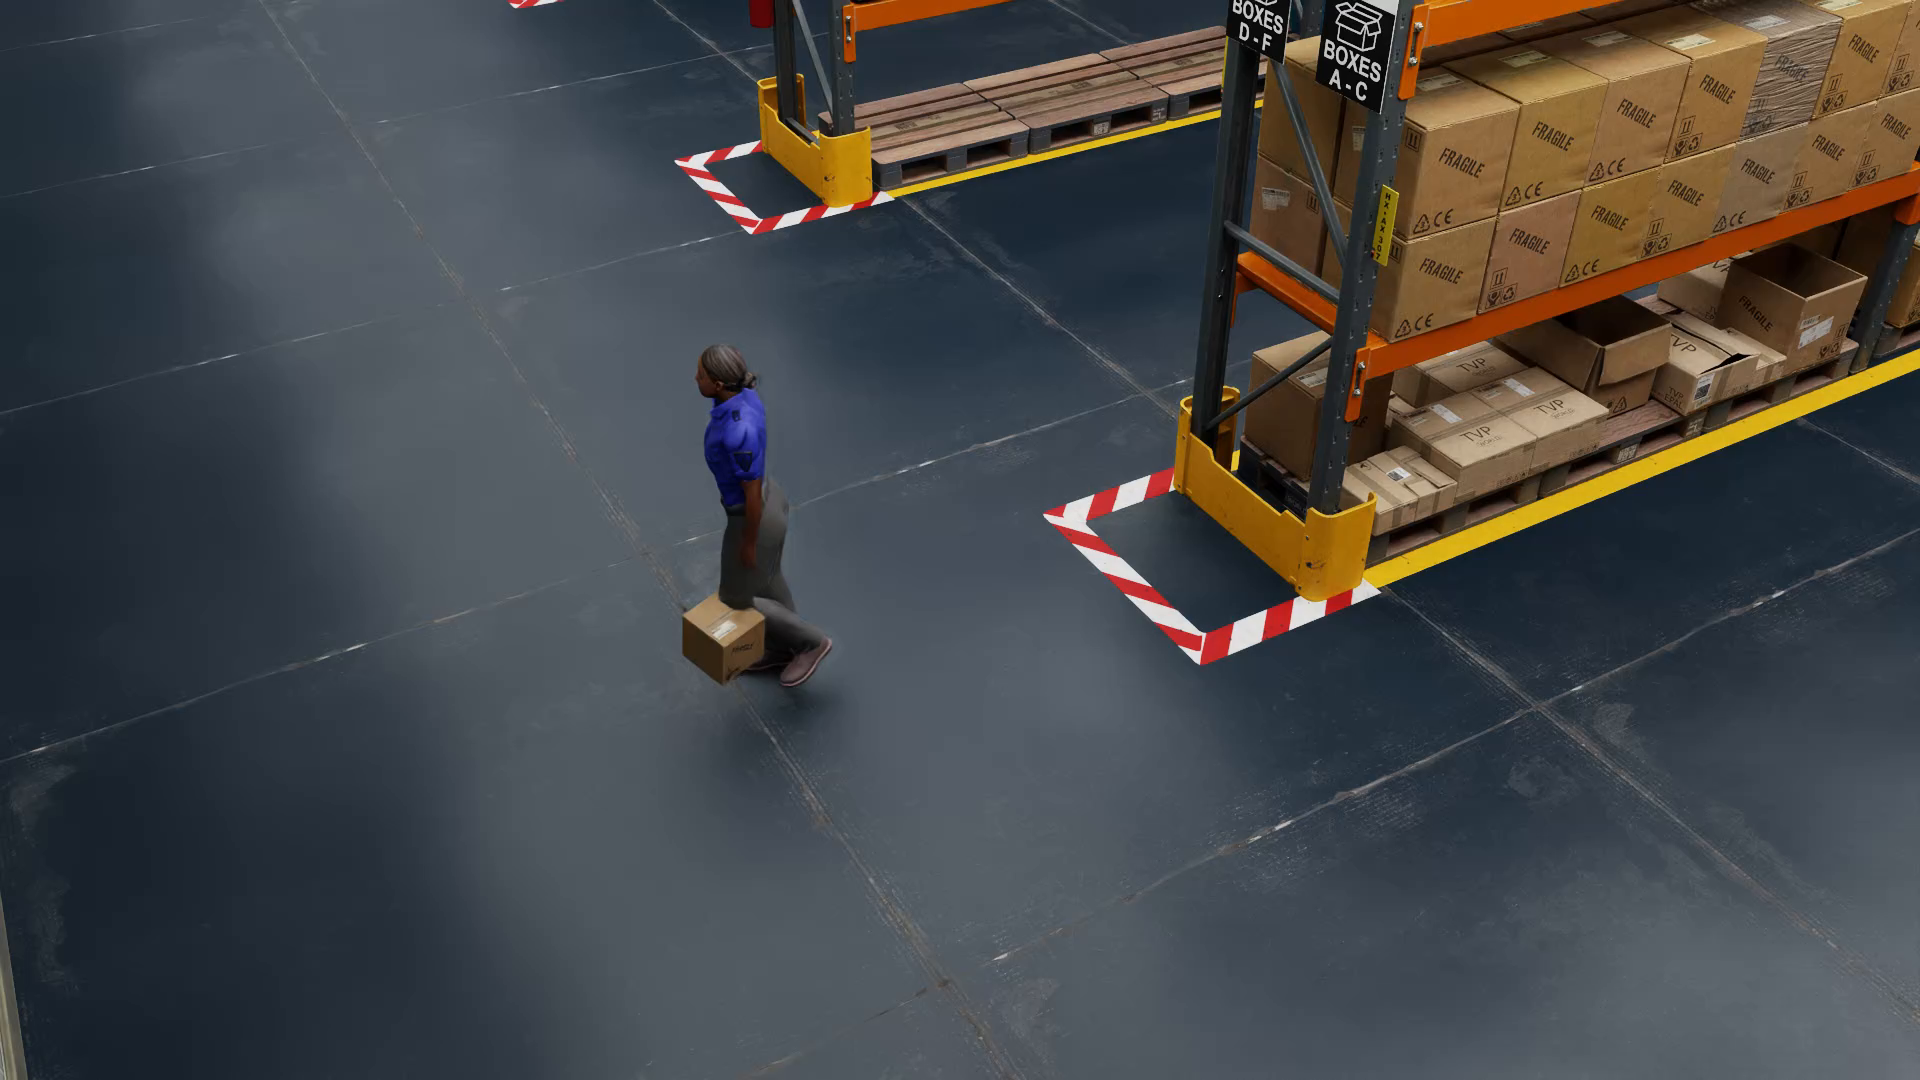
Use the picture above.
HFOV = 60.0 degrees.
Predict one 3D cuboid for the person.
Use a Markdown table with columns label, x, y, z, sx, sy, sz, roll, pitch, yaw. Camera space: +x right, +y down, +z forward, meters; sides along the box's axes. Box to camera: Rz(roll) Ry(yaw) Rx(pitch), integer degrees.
| label | x | y | z | sx | sy | sz | roll | pitch | yaw |
| --- | --- | --- | --- | --- | --- | --- | --- | --- | --- |
| person | -0.815 | -0.088 | 7.045 | 0.490 | 1.658 | 0.511 | -3 | 37 | -4 |
